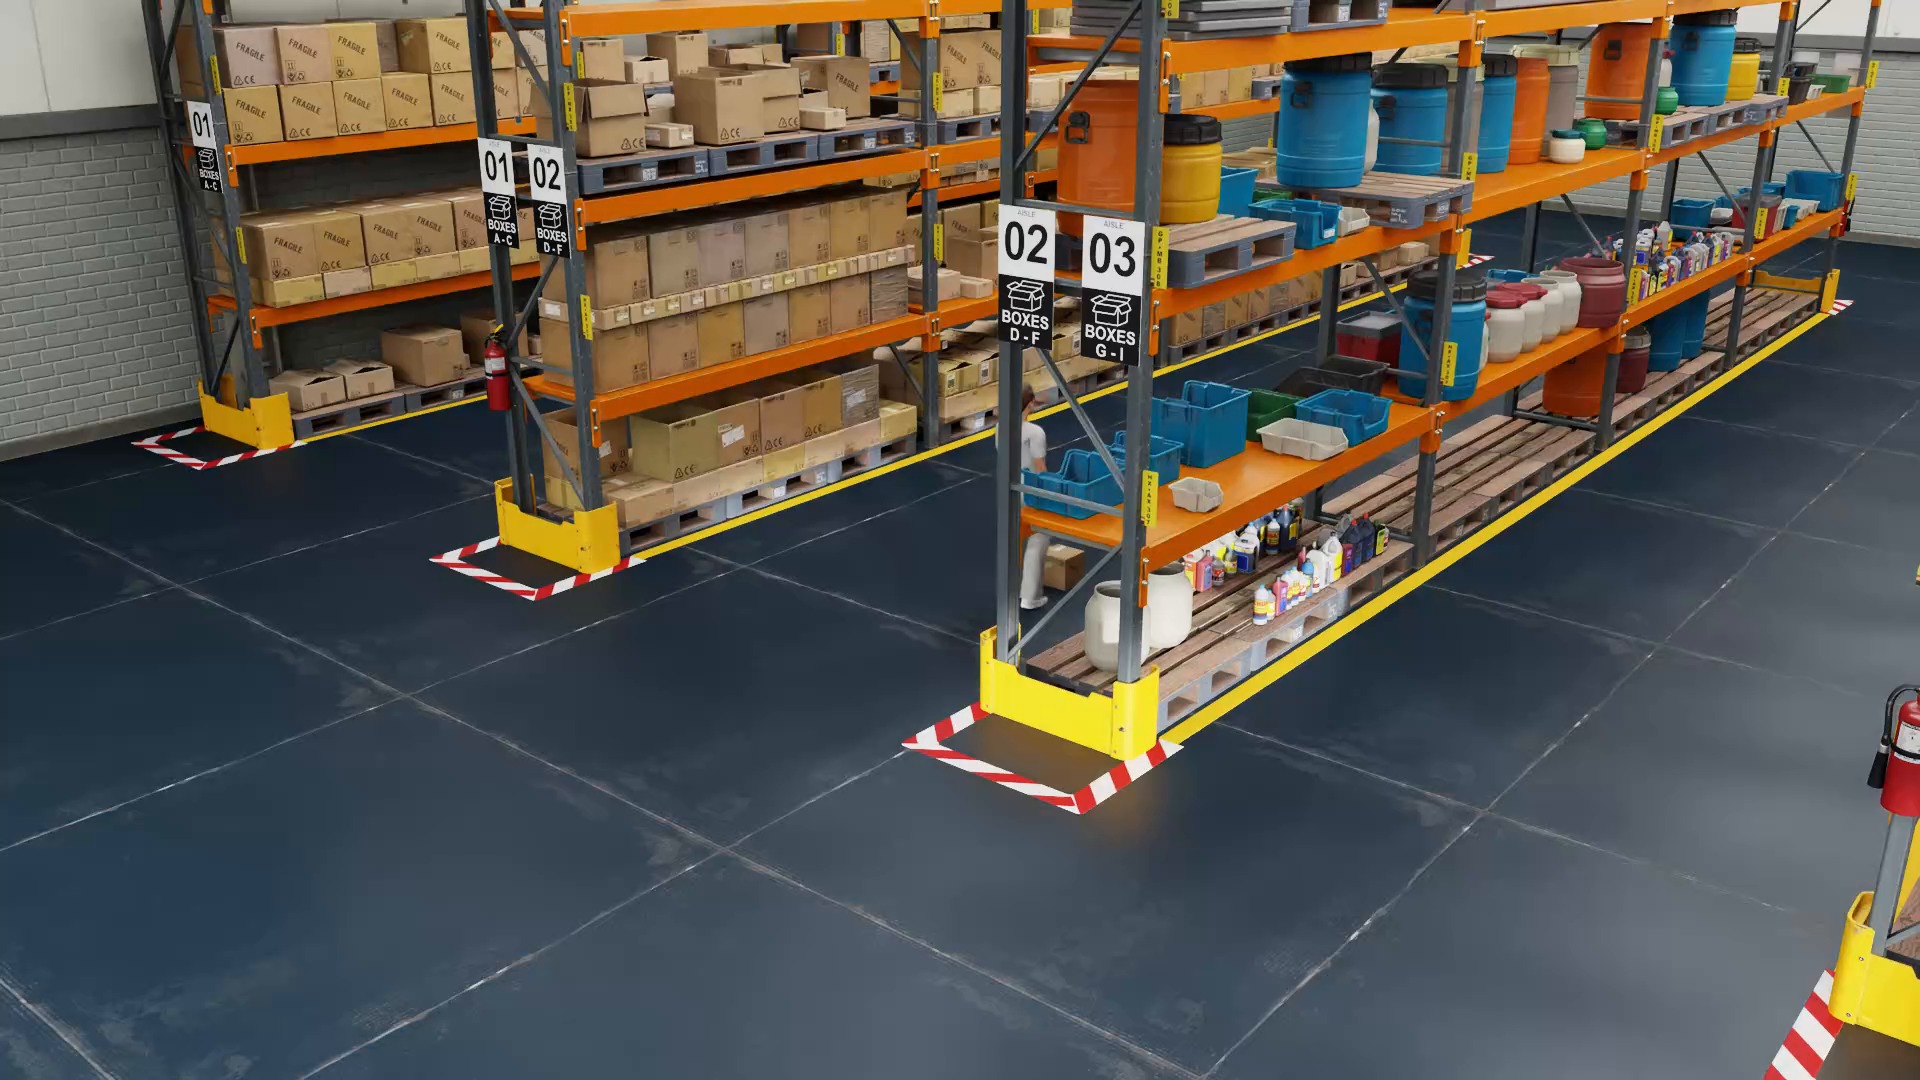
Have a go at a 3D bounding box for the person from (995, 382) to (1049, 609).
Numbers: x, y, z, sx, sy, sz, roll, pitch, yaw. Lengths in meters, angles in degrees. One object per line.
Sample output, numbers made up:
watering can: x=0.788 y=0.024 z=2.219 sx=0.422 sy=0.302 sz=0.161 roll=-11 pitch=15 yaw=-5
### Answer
person: x=0.446 y=-0.321 z=12.001 sx=0.438 sy=1.686 sz=0.373 roll=17 pitch=26 yaw=38
